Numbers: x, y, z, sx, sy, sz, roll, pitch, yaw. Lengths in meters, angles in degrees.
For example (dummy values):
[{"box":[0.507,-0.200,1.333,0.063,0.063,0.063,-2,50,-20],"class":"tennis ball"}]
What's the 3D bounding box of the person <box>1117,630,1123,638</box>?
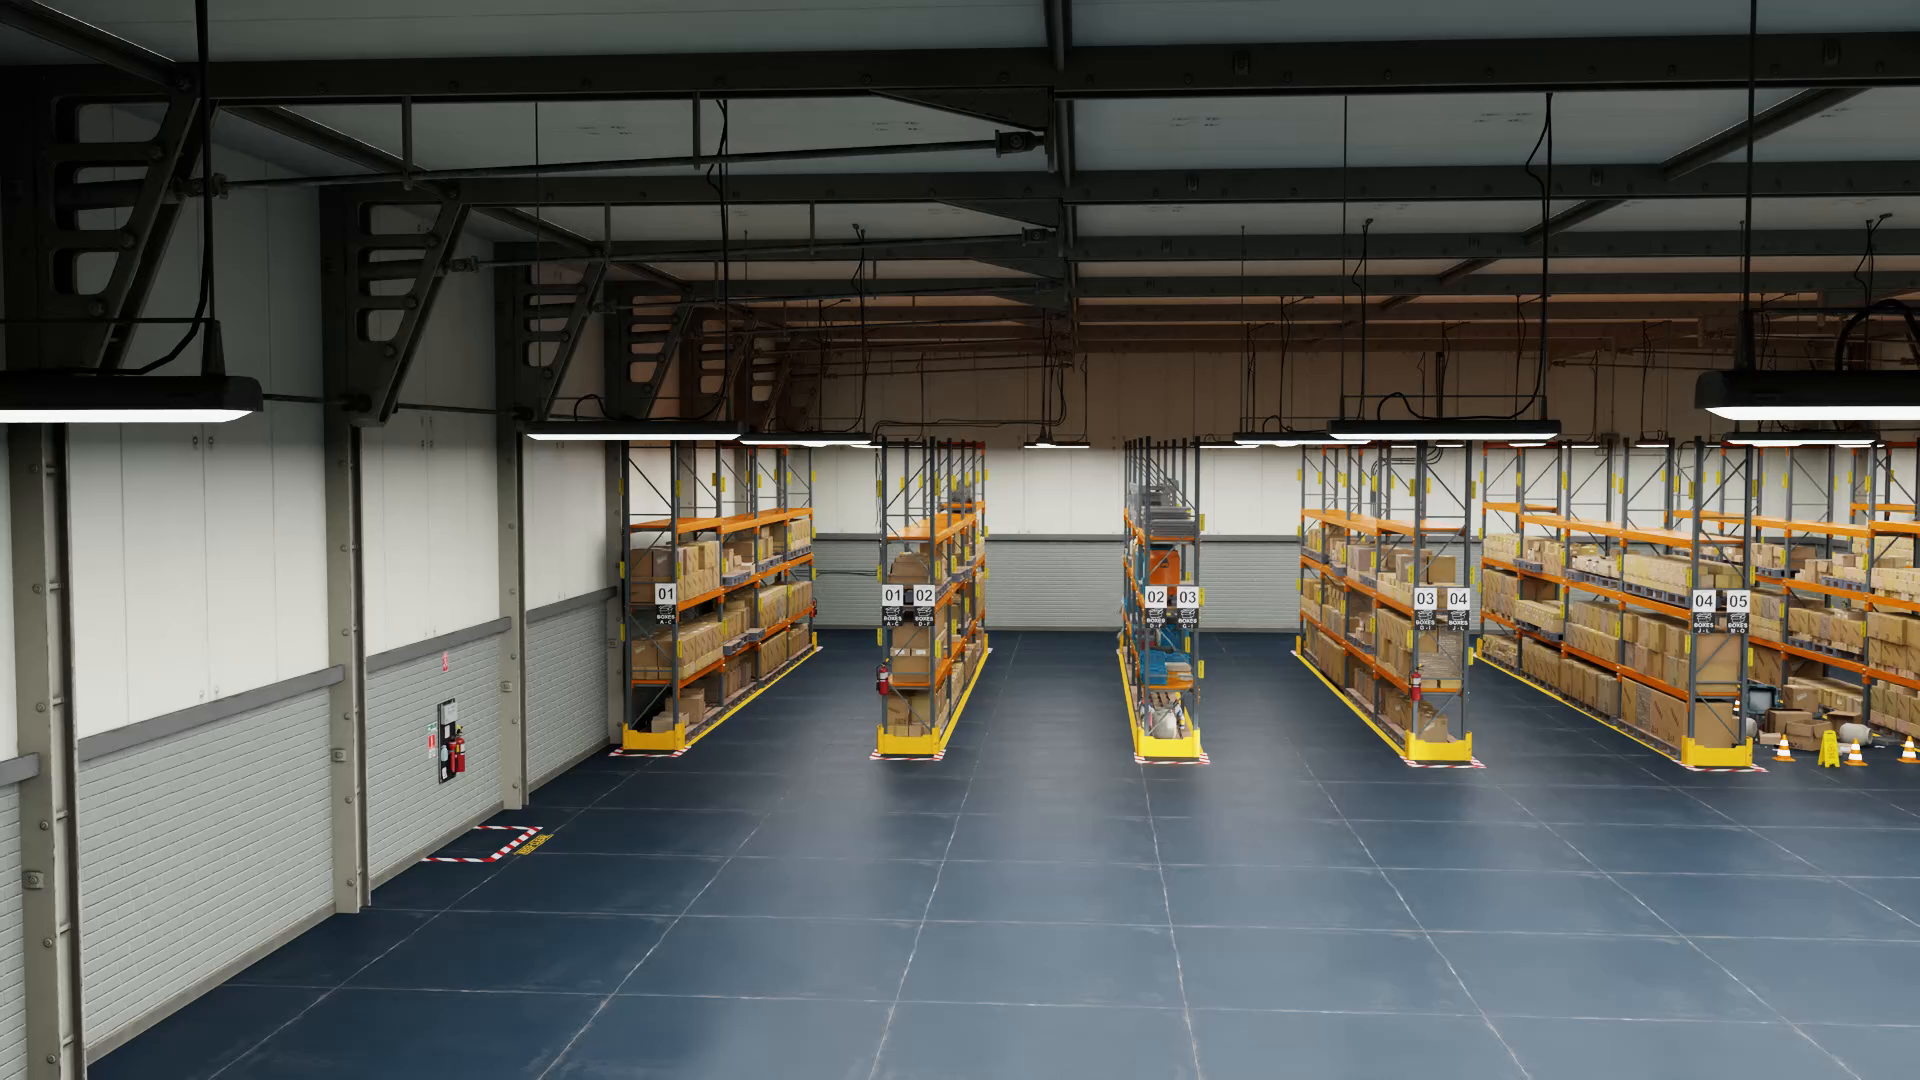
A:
[{"box":[5.218,2.299,49.799,1.068,1.487,0.581,2,4,36],"class":"person"}]
